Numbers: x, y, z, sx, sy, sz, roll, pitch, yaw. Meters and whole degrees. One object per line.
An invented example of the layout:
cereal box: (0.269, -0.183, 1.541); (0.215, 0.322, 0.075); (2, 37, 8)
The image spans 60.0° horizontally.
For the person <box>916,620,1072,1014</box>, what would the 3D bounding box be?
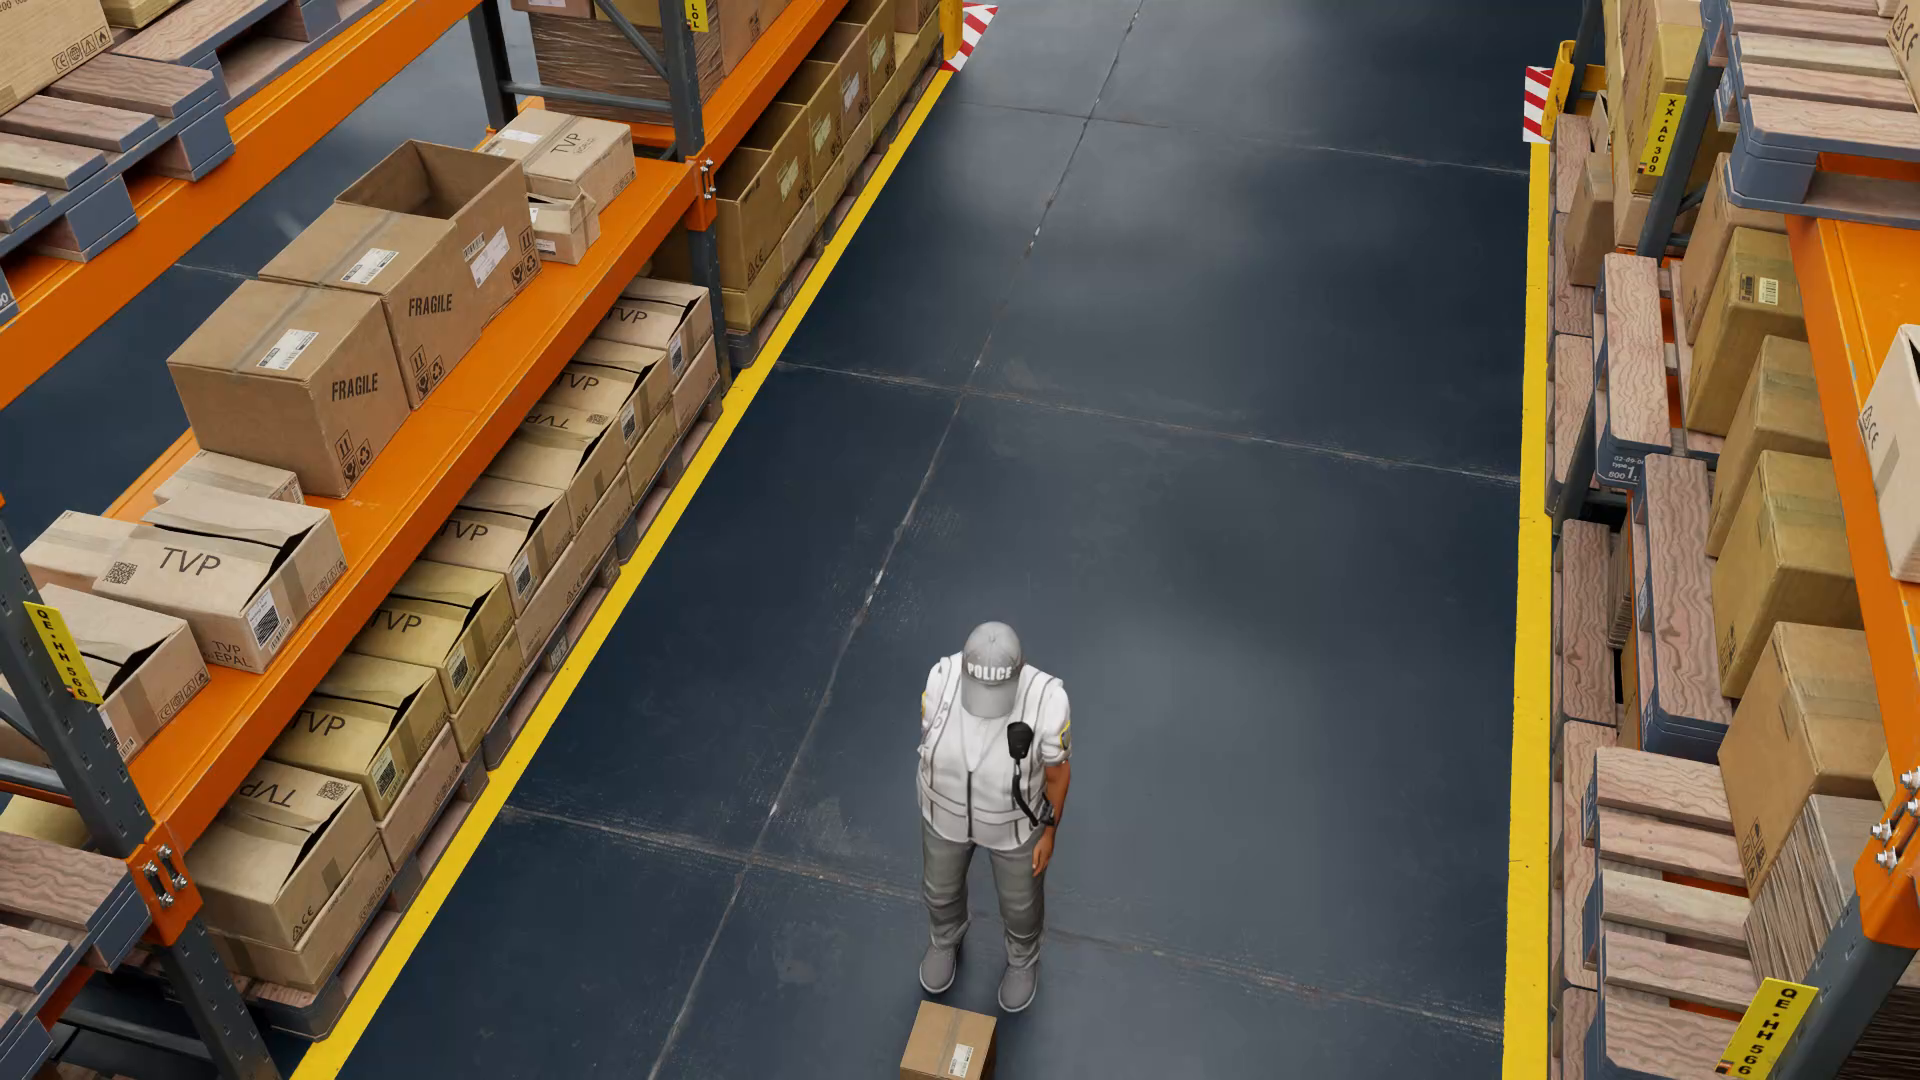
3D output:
person: (0.099, 0.859, 5.196); (0.475, 1.656, 0.395); (11, 42, 12)
